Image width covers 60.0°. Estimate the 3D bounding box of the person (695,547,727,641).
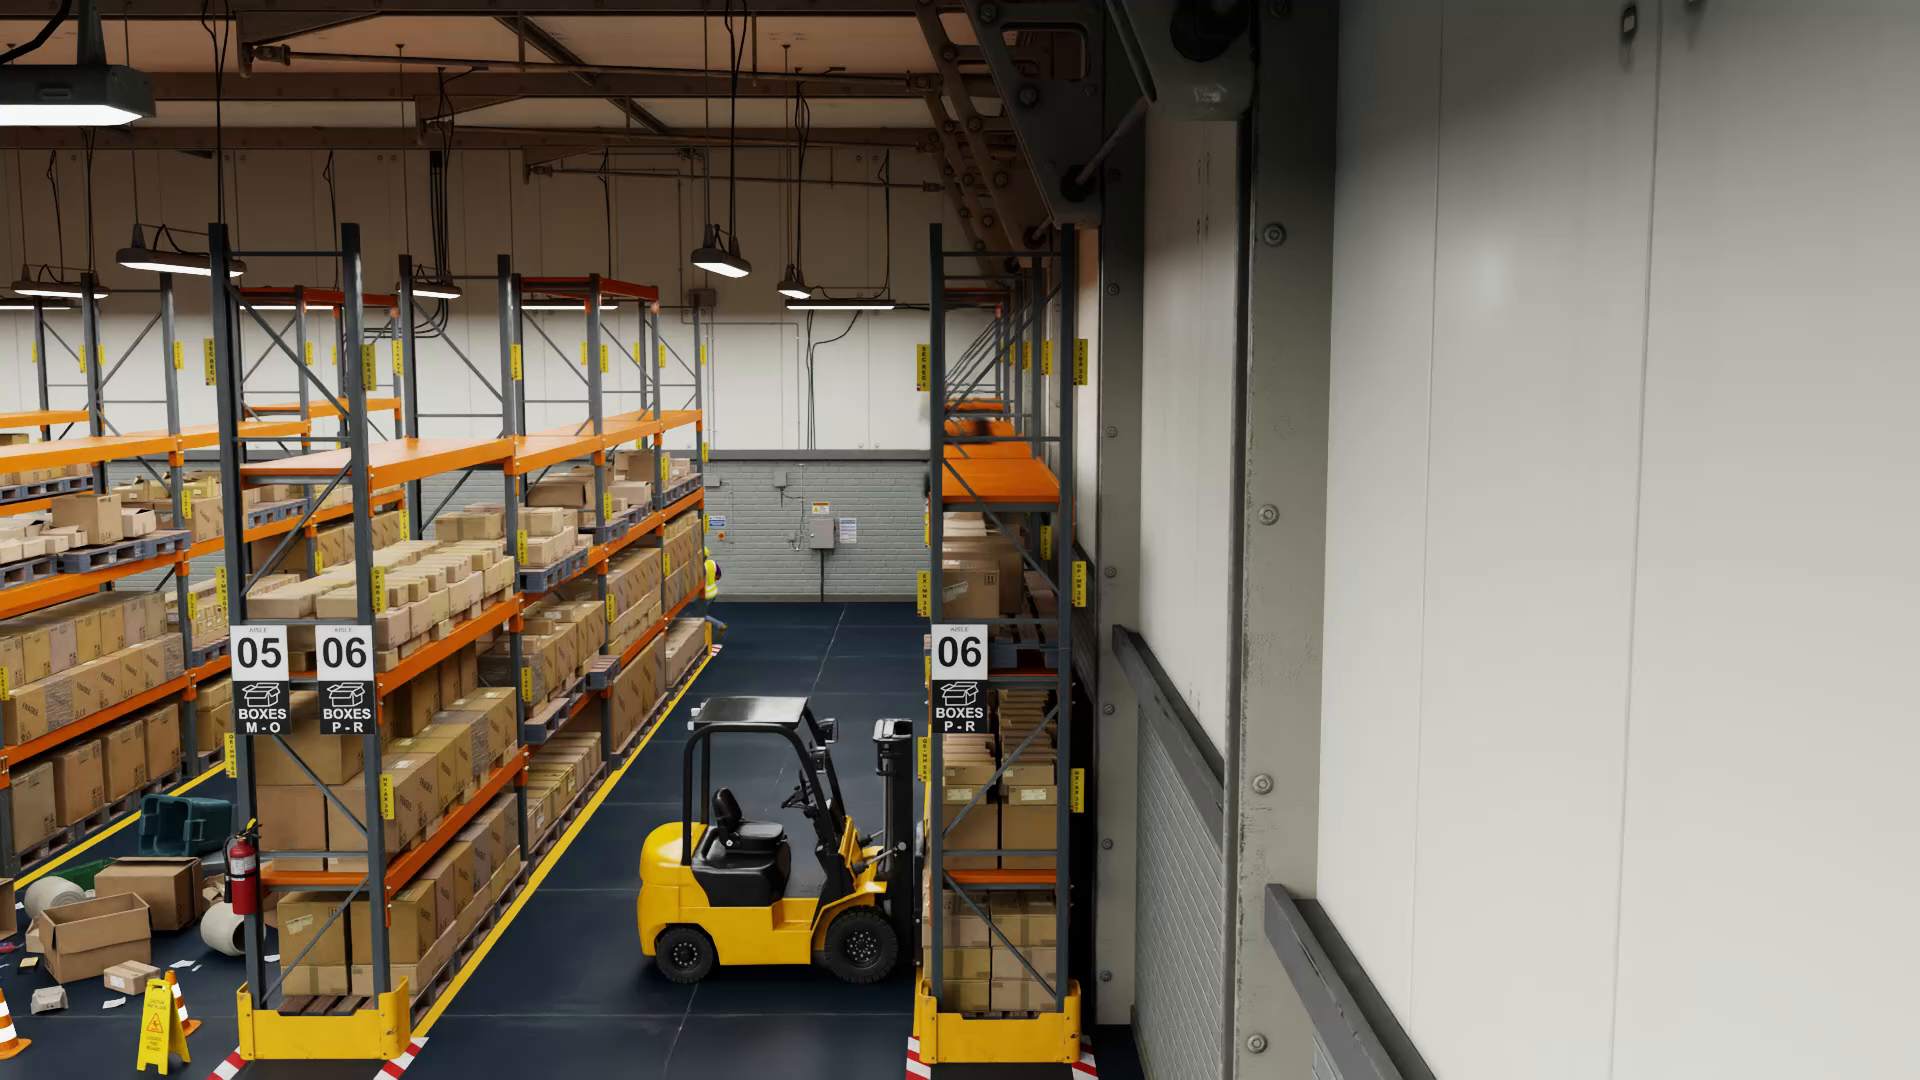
[{"bbox_3d":[-4.384,0.959,28.909,0.642,1.716,0.737,3,7,24],"label":"person"}]
